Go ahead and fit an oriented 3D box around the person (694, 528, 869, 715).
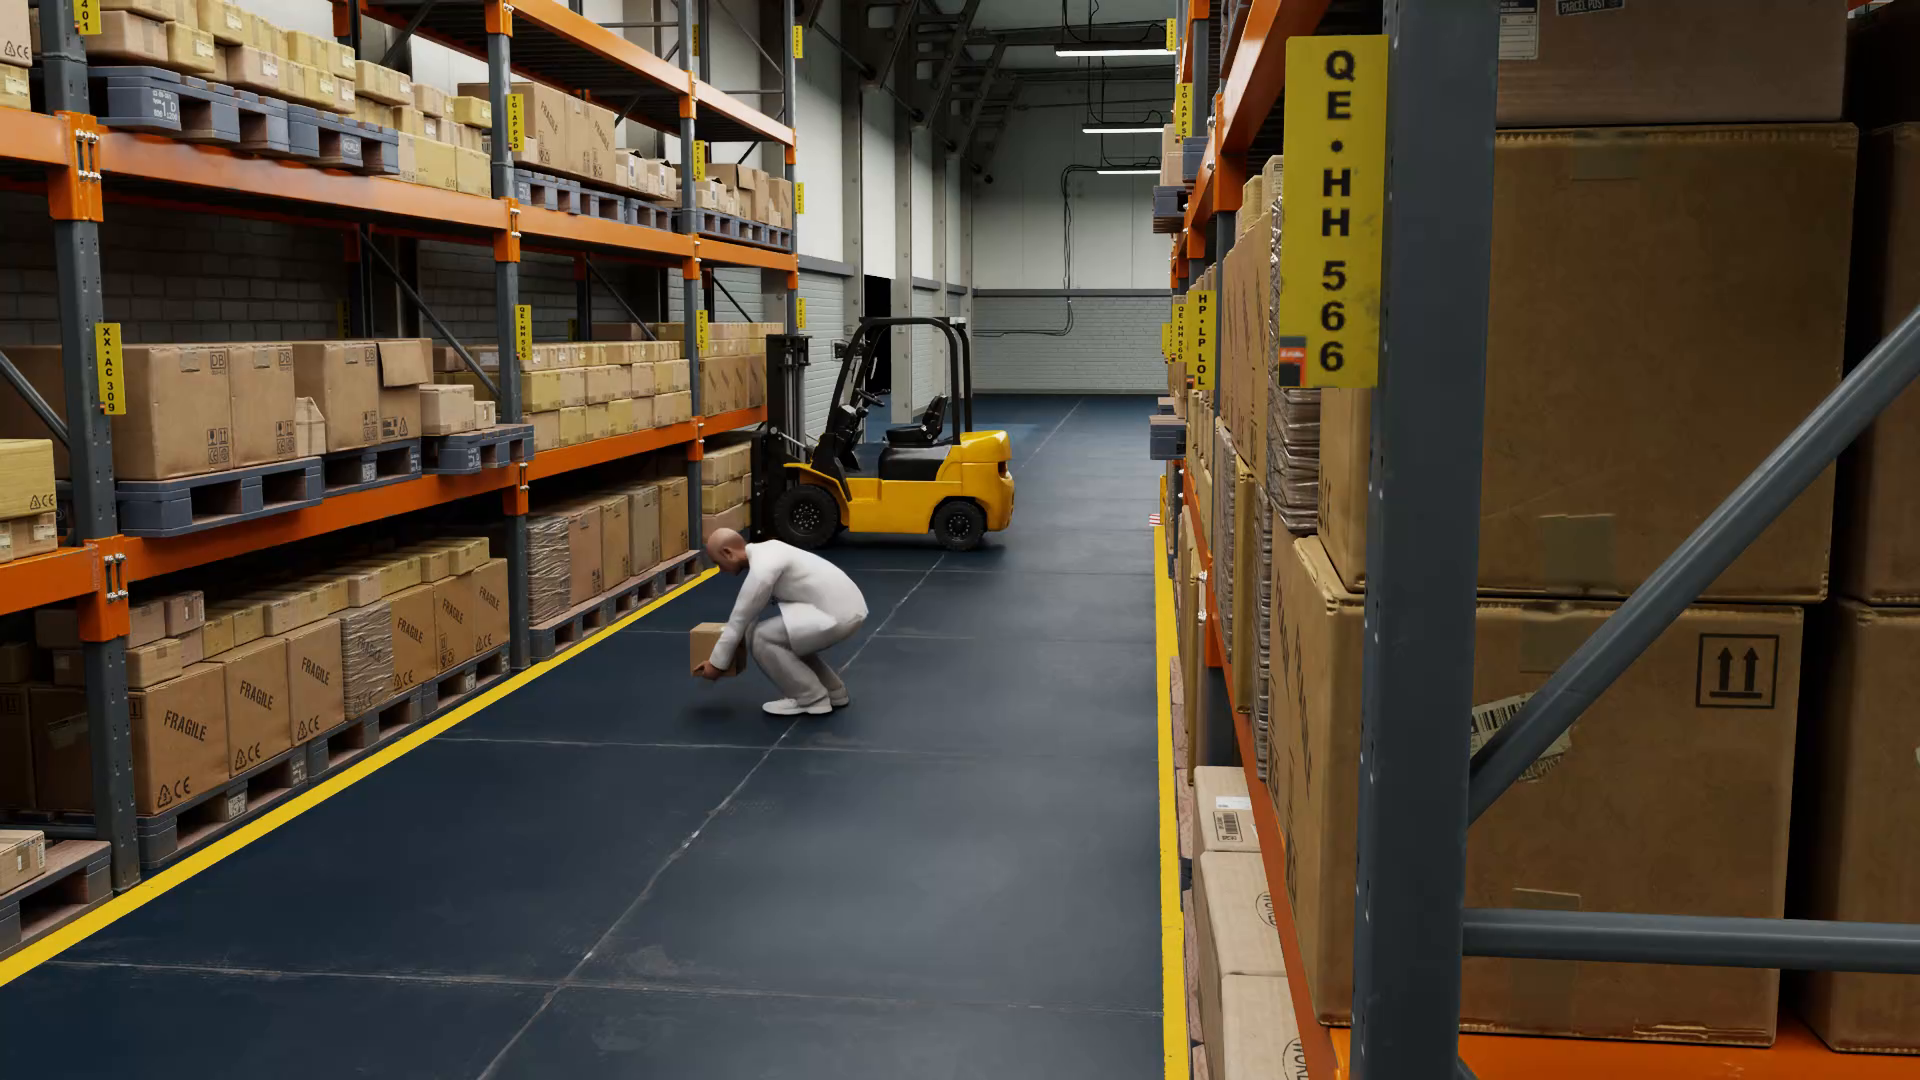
[{"bbox_3d":[-0.966,0.468,9.055,0.930,0.930,0.568,1,7,5],"label":"person"}]
